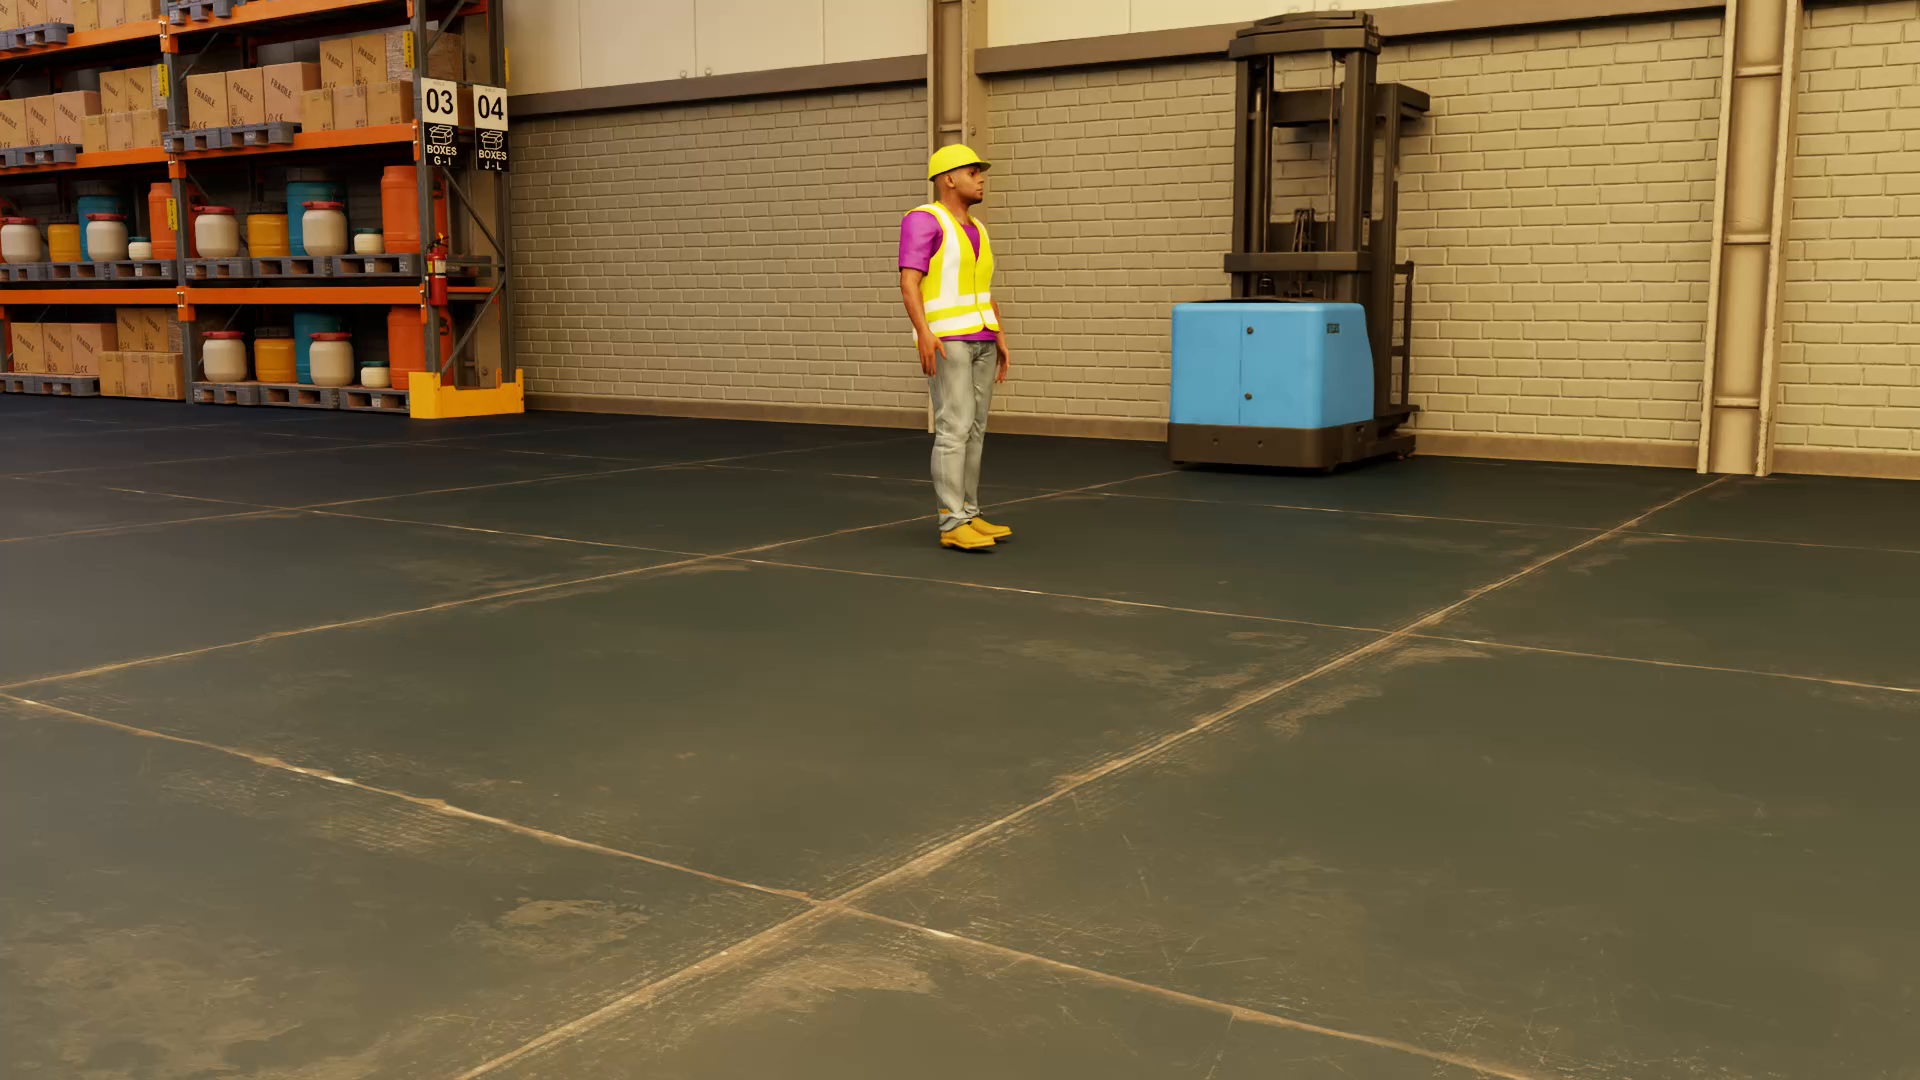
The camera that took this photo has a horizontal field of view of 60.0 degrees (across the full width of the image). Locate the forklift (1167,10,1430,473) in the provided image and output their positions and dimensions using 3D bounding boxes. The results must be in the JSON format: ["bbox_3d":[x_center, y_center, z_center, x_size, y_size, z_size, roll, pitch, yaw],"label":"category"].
[{"bbox_3d":[2.546,-2.035,11.501,1.130,2.935,3.031,5,10,32],"label":"forklift"}]

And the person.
[{"bbox_3d":[0.055,-0.876,7.435,0.575,1.768,0.665,5,10,34],"label":"person"}]
